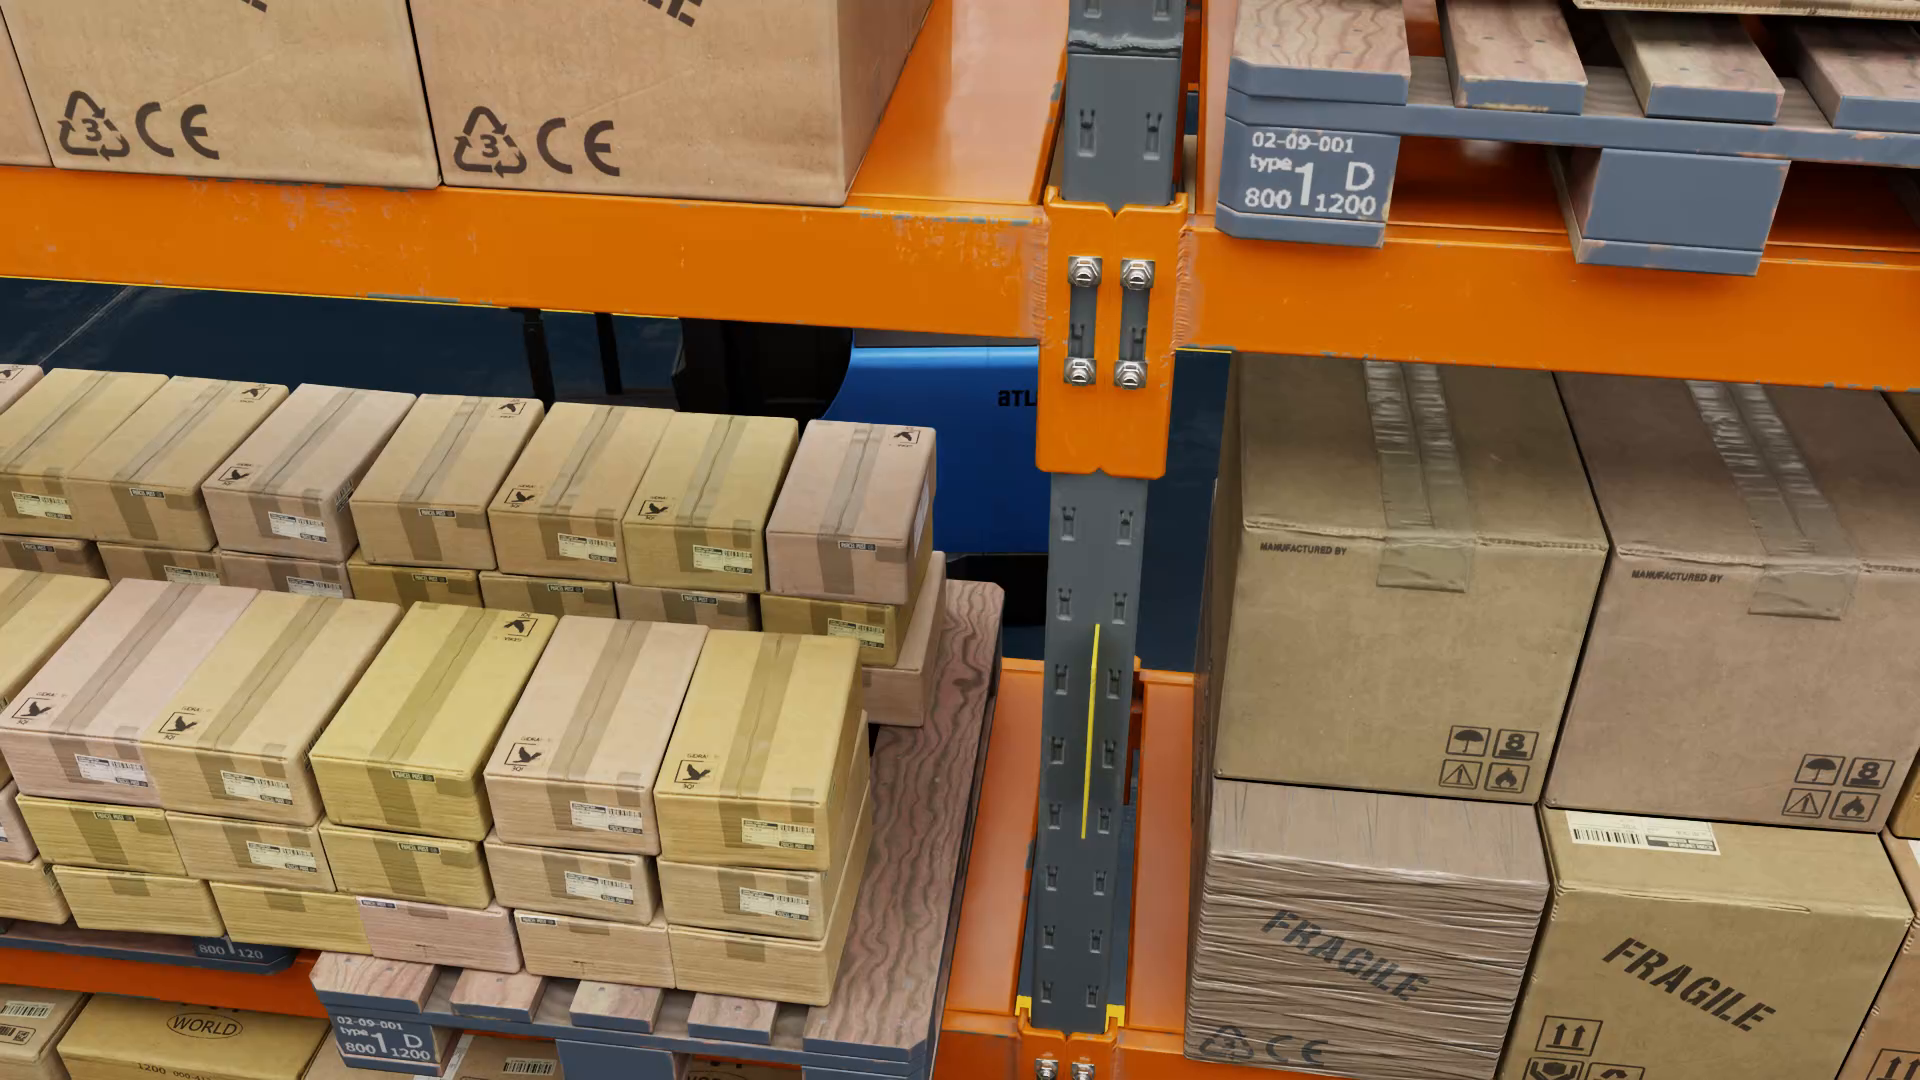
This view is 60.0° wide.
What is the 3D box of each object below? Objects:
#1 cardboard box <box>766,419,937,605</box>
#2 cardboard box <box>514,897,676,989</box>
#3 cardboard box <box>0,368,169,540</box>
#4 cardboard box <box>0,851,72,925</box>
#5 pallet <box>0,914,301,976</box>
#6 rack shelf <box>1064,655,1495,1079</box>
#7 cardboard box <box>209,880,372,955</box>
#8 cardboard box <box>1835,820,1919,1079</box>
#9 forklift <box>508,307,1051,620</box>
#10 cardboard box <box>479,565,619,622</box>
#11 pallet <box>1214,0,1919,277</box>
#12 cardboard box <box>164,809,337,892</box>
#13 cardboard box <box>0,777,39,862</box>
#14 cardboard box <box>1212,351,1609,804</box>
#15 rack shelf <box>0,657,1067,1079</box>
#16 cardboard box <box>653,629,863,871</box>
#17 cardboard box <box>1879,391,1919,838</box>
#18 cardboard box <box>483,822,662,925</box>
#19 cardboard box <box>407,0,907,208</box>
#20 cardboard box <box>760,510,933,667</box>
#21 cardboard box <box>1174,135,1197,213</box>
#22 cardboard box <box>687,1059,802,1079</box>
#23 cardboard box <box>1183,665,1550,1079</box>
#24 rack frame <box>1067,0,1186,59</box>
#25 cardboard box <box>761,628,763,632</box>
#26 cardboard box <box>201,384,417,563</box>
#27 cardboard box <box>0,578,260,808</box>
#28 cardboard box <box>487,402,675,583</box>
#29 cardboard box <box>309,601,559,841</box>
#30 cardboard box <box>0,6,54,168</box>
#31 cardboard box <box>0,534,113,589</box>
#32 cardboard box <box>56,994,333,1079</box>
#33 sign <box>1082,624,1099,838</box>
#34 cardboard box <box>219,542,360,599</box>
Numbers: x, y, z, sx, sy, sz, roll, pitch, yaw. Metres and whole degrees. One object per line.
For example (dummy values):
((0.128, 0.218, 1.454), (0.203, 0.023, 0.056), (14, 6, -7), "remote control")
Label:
((-0.194, -0.058, 3.092), (0.250, 0.149, 0.380), (4, 36, 6), "cardboard box")
((-0.549, 0.539, 2.767), (0.250, 0.149, 0.380), (4, 36, 6), "cardboard box")
((-1.740, -0.174, 3.255), (0.250, 0.149, 0.380), (4, 36, 5), "cardboard box")
((-1.575, 0.461, 2.877), (0.250, 0.149, 0.380), (5, 36, 7), "cardboard box")
((-1.724, 0.354, 3.336), (1.213, 0.211, 1.003), (4, 36, 6), "pallet")
((2.228, 0.840, 3.110), (4.000, 0.370, 1.077), (4, 36, 6), "rack shelf")
((-1.051, 0.500, 2.822), (0.250, 0.149, 0.380), (4, 36, 5), "cardboard box")
((1.660, 0.621, 2.712), (0.500, 0.500, 0.500), (4, 36, 6), "cardboard box")
((-1.063, -1.185, 5.387), (3.031, 2.935, 1.130), (0, 36, -1), "forklift")
((-0.744, 0.021, 3.237), (0.250, 0.149, 0.380), (3, 36, 4), "cardboard box")
((0.890, -0.728, 2.268), (1.003, 0.211, 1.213), (6, 36, 8), "pallet")
((-1.078, 0.380, 2.735), (0.250, 0.149, 0.380), (4, 36, 6), "cardboard box")
((-1.583, 0.341, 2.789), (0.250, 0.149, 0.380), (5, 36, 7), "cardboard box")
((0.689, -0.010, 2.734), (0.500, 0.500, 0.700), (4, 36, 6), "cardboard box")
((-1.739, 0.544, 3.525), (4.000, 0.370, 1.077), (4, 36, 6), "rack shelf")
((-0.300, 0.316, 2.567), (0.250, 0.149, 0.380), (3, 36, 4), "cardboard box")
((1.699, 0.064, 2.632), (0.500, 0.500, 0.700), (4, 36, 5), "cardboard box")
((-0.568, 0.416, 2.683), (0.250, 0.149, 0.380), (6, 36, 8), "cardboard box")
((-0.354, -0.758, 2.062), (0.500, 0.500, 0.500), (4, 36, 6), "cardboard box")
((-0.209, 0.058, 3.185), (0.250, 0.149, 0.380), (6, 36, 8), "cardboard box")
((1.334, -1.514, 7.690), (0.625, 0.372, 0.950), (2, 36, 3), "cardboard box")
((-0.467, 1.041, 3.354), (0.500, 0.250, 0.500), (3, 36, 5), "cardboard box")
((0.655, 0.547, 2.815), (0.500, 0.500, 0.500), (5, 36, 6), "cardboard box")
((0.245, -2.043, 1.366), (0.127, 3.000, 1.000), (4, 36, 6), "rack frame")
((-0.440, 0.161, 3.297), (0.250, 0.149, 0.380), (6, 36, 8), "cardboard box")
((-1.230, -0.135, 3.200), (0.250, 0.149, 0.380), (6, 36, 8), "cardboard box")
((-1.312, 0.238, 2.677), (0.250, 0.149, 0.380), (4, 36, 6), "cardboard box")
((-0.699, -0.097, 3.146), (0.250, 0.149, 0.380), (4, 36, 6), "cardboard box")
((-0.809, 0.277, 2.622), (0.250, 0.149, 0.380), (5, 36, 7), "cardboard box")
((-1.347, -0.827, 2.159), (0.500, 0.500, 0.500), (4, 36, 6), "cardboard box")
((-1.755, -0.054, 3.343), (0.250, 0.149, 0.380), (6, 36, 8), "cardboard box")
((-1.472, 0.963, 3.463), (0.500, 0.250, 0.500), (5, 36, 7), "cardboard box")
((0.185, 0.273, 2.356), (0.005, 0.325, 0.100), (4, 36, 6), "sign")
((-1.241, -0.016, 3.289), (0.250, 0.149, 0.380), (4, 36, 6), "cardboard box")
